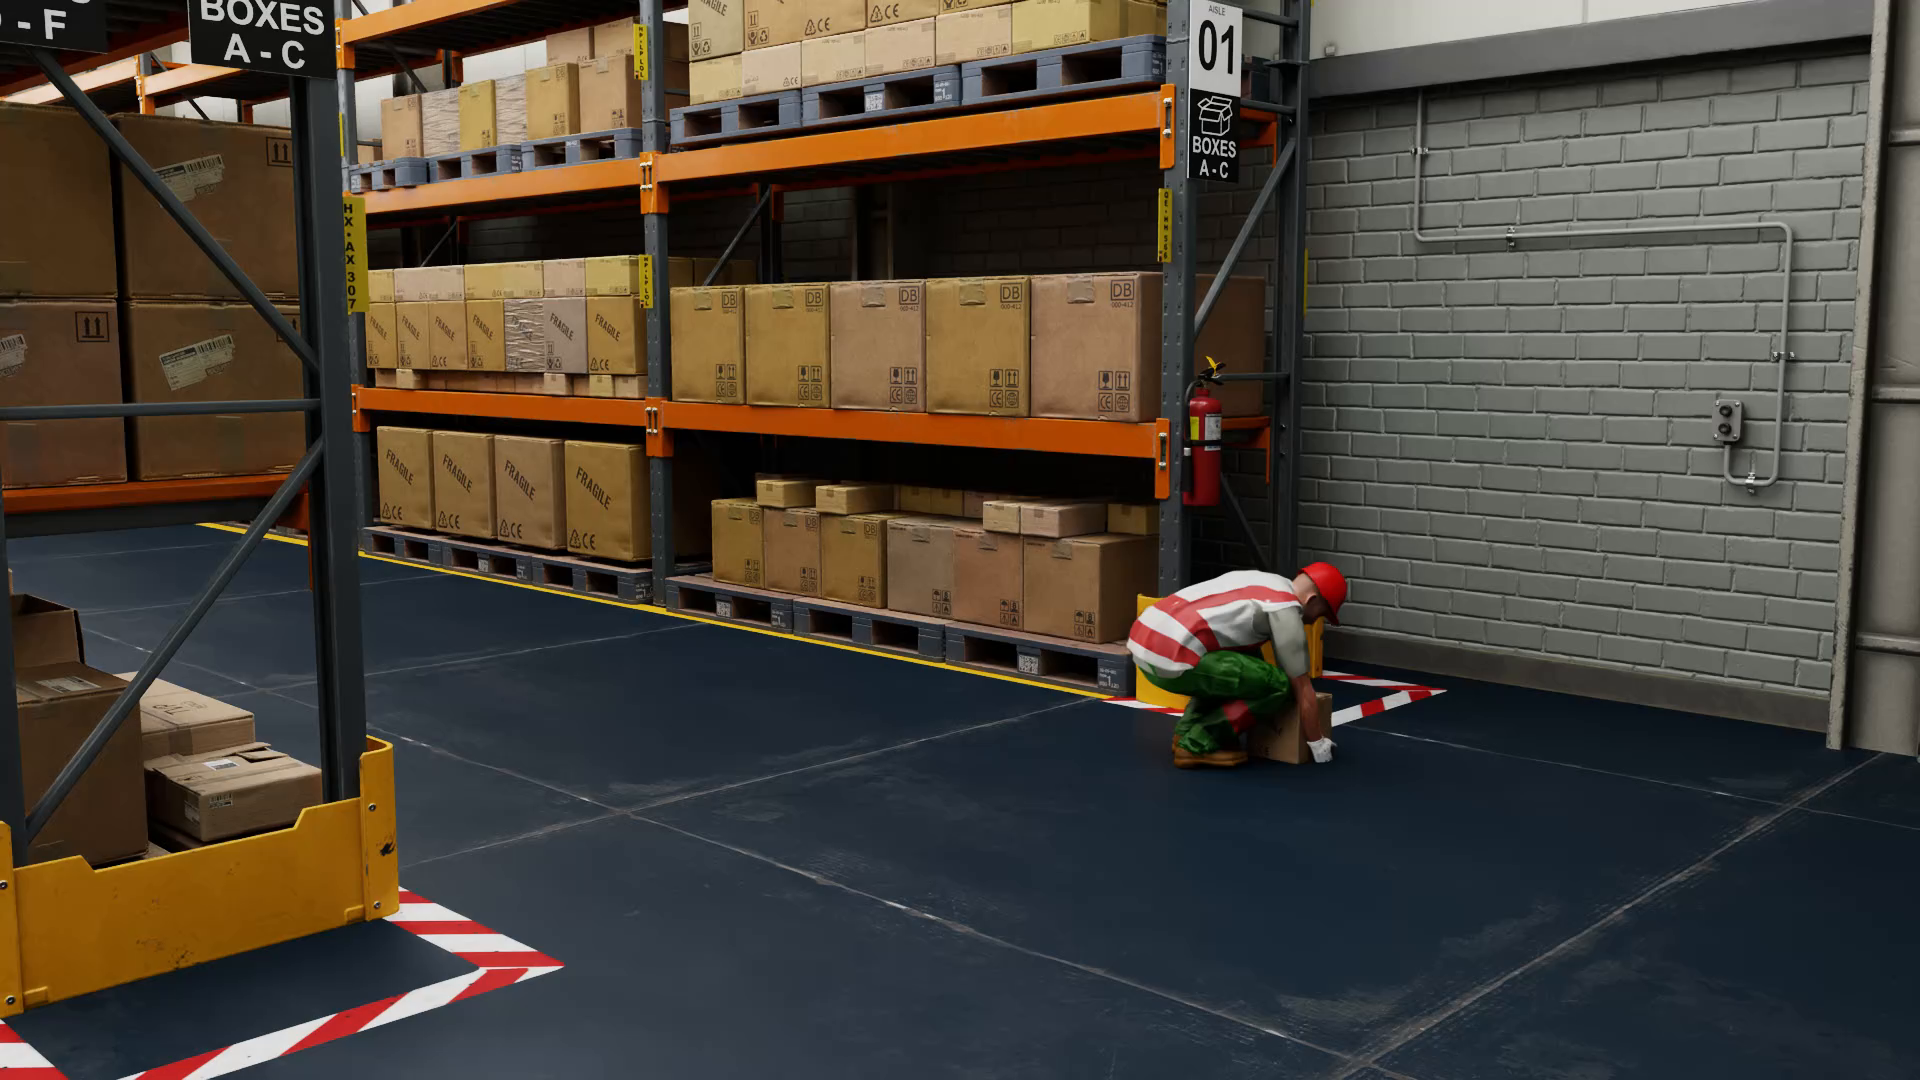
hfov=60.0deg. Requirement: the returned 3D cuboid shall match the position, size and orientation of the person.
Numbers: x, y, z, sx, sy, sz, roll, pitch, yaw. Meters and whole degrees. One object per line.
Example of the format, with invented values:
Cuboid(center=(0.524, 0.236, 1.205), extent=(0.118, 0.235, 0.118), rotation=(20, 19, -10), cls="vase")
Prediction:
Cuboid(center=(1.140, 0.535, 6.751), extent=(0.929, 0.862, 0.540), rotation=(-1, 7, -9), cls="person")
